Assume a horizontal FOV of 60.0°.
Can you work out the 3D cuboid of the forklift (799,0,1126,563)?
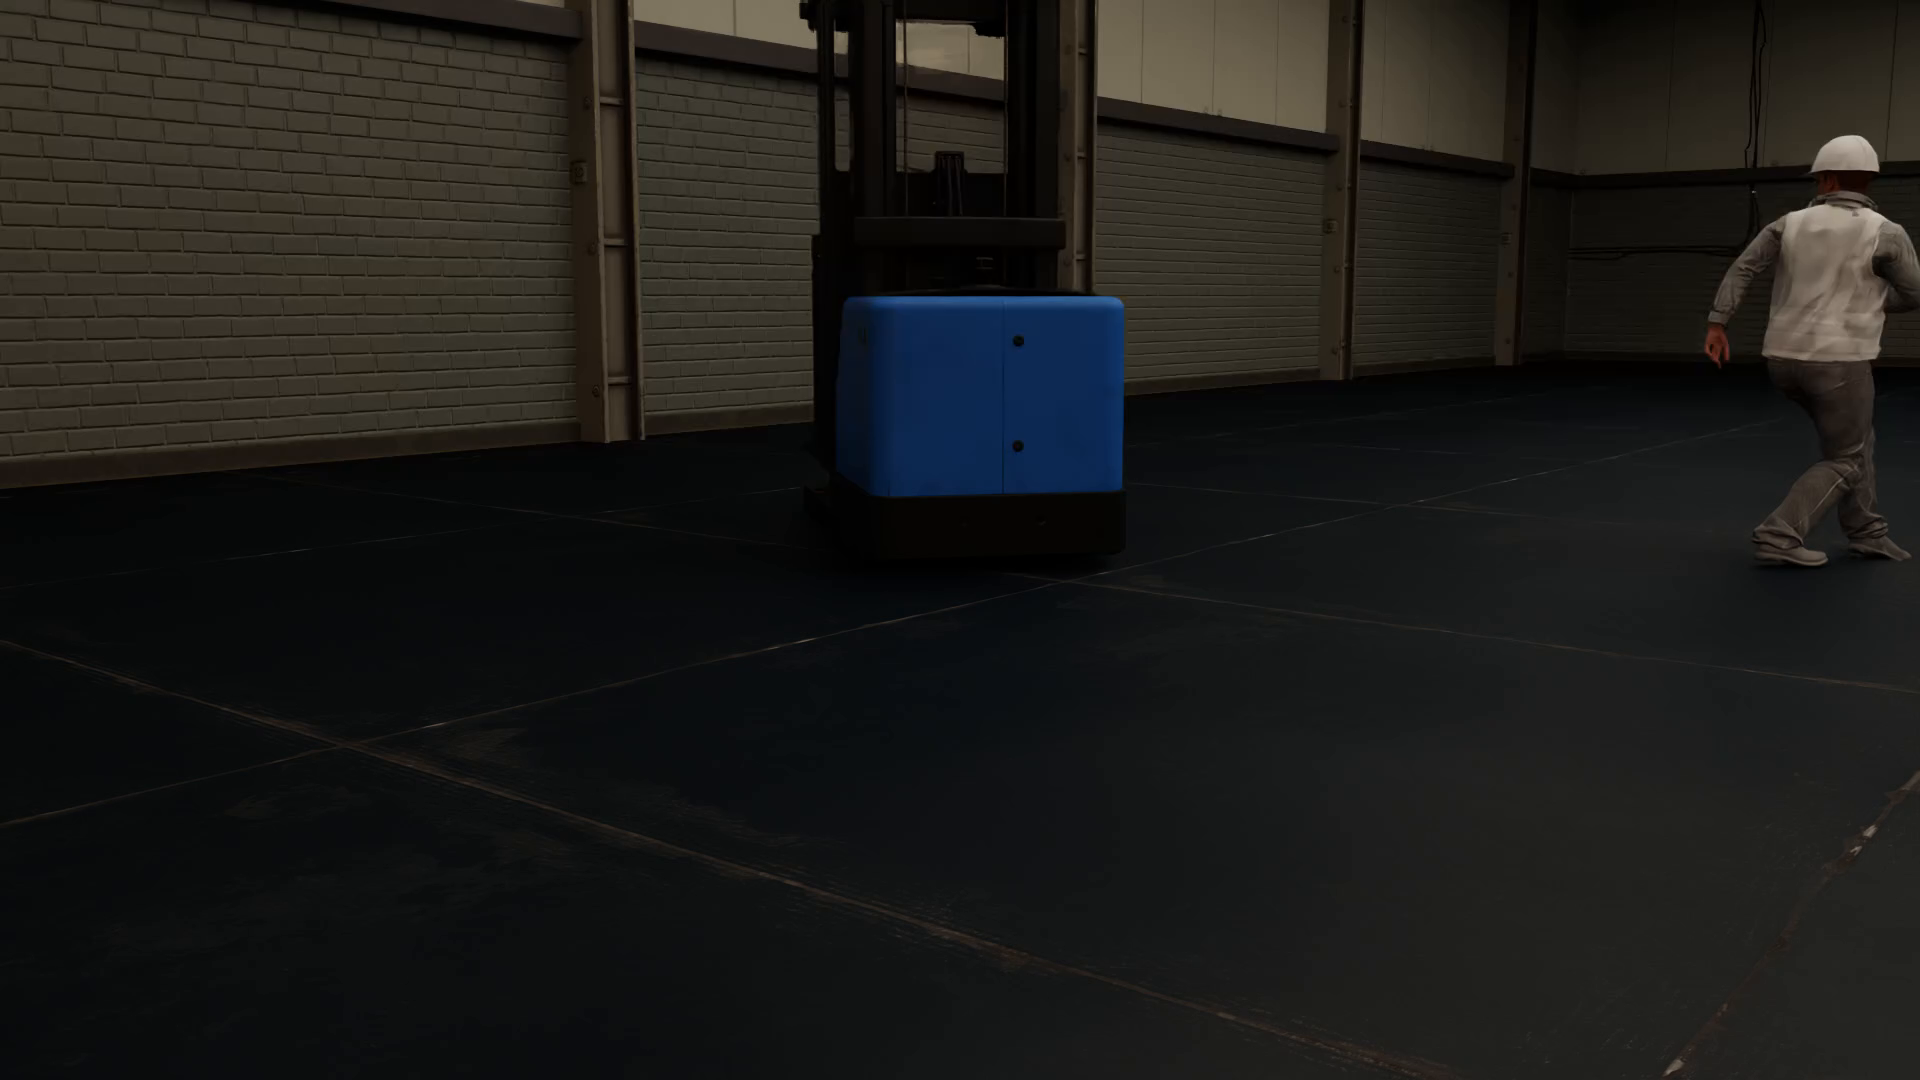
[{"bbox_3d":[-0.147,-1.532,7.753,1.130,2.935,3.031,-2,9,-12],"label":"forklift"}]

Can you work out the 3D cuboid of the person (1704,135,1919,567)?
[{"bbox_3d":[3.500,-0.736,6.663,0.924,1.727,0.563,-3,9,-19],"label":"person"}]
